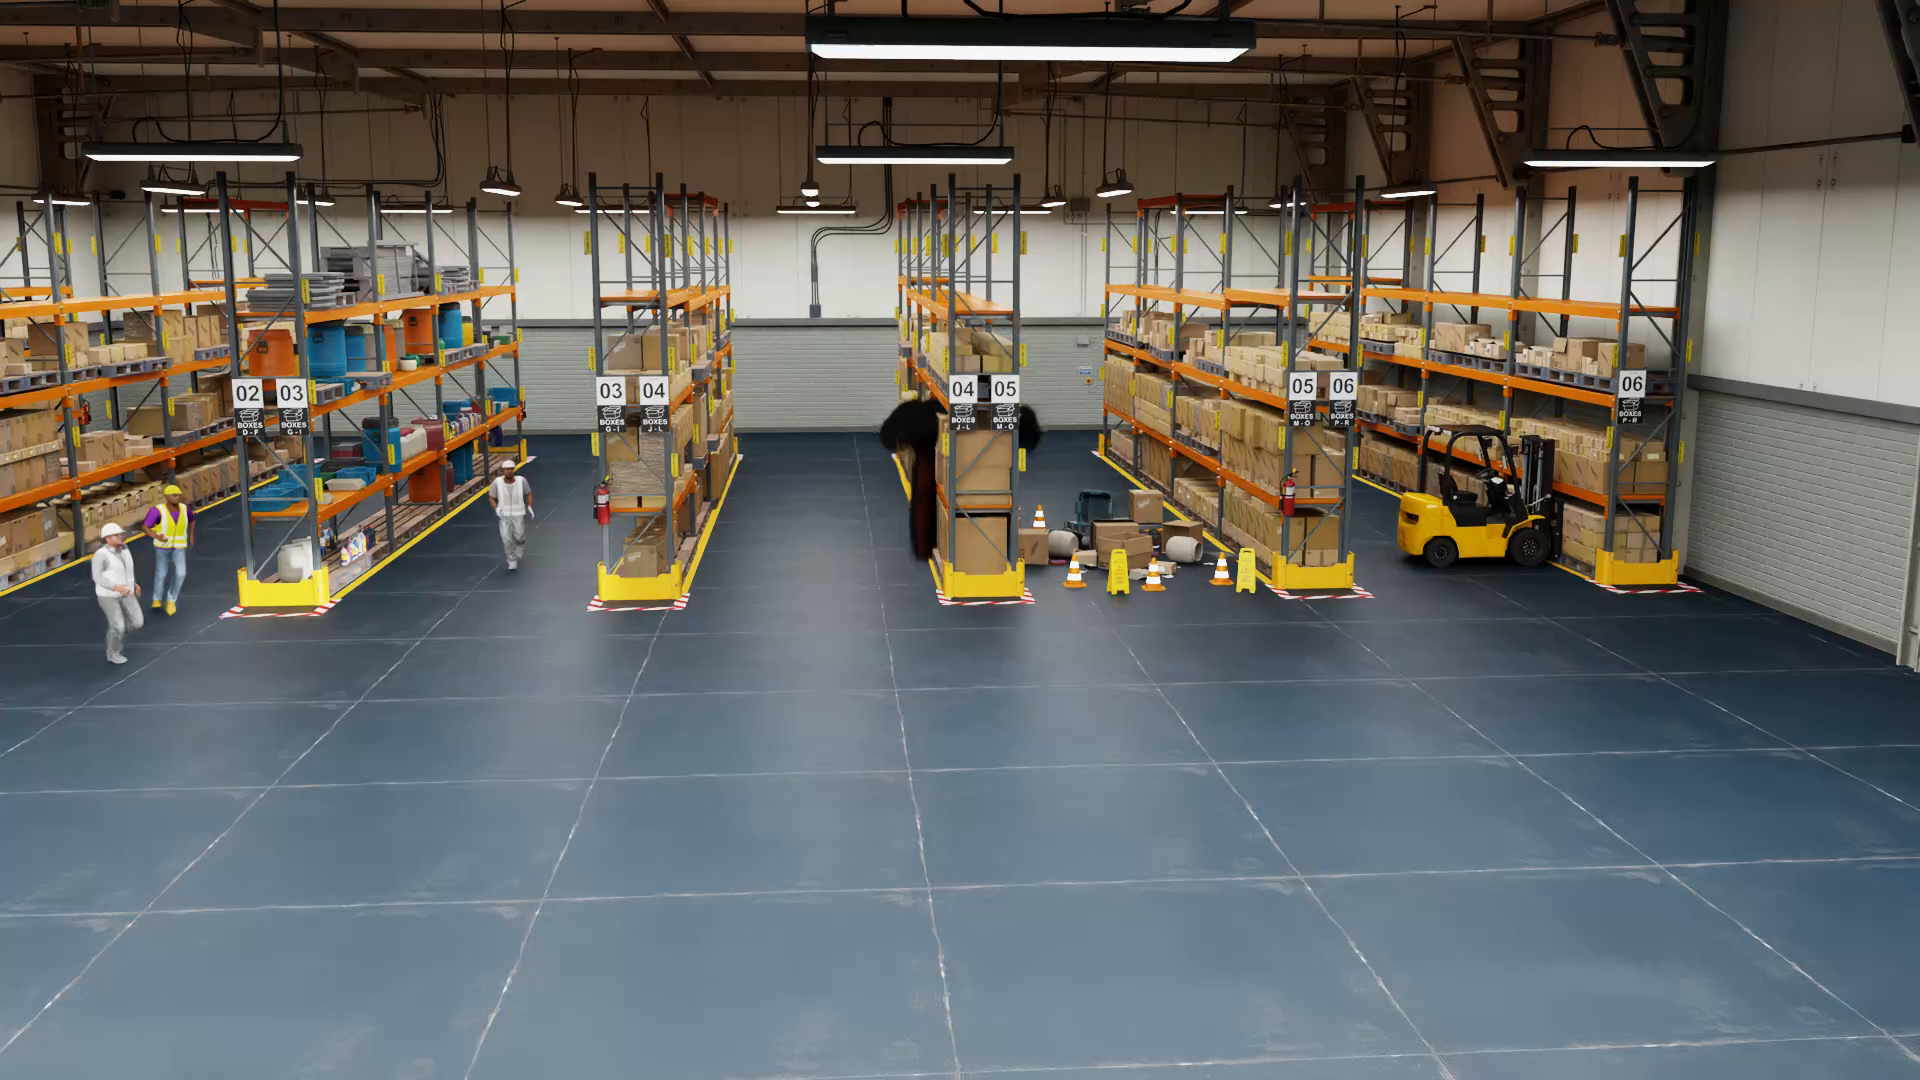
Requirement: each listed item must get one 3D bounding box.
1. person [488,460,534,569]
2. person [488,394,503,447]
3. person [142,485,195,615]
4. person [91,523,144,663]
[{"bbox_3d":[-7.010,-0.396,25.994,0.678,1.723,0.646,-3,10,-14],"label":"person"},{"bbox_3d":[-11.343,-2.848,40.133,0.769,1.623,0.612,3,10,16],"label":"person"},{"bbox_3d":[-10.892,0.127,22.991,0.732,1.781,0.684,-8,13,-37],"label":"person"},{"bbox_3d":[-10.185,0.641,20.139,0.617,1.722,0.640,4,11,21],"label":"person"}]
